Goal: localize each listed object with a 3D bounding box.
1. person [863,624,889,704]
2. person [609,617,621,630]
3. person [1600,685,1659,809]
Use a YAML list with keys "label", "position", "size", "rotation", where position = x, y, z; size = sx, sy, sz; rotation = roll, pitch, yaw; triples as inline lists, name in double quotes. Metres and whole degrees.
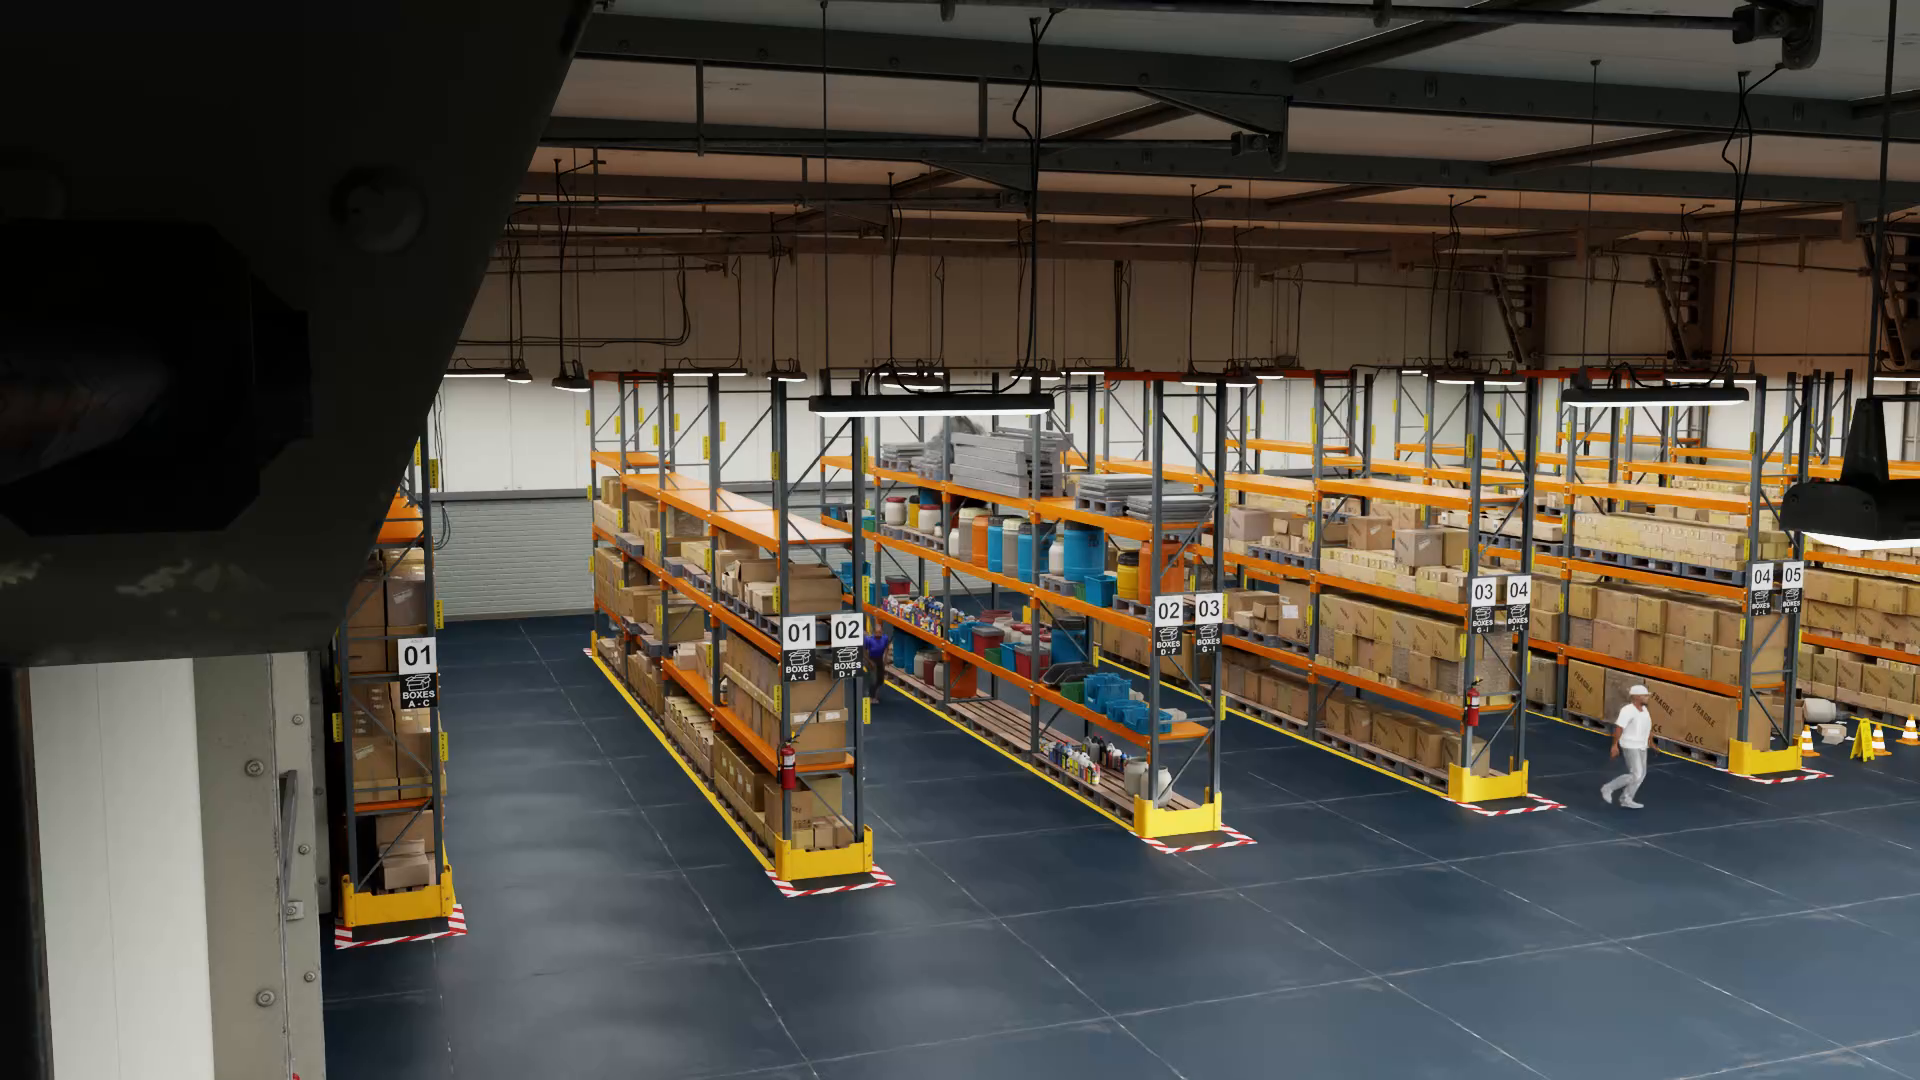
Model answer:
- label: "person"
  position: [-1.551, 2.217, 30.215]
  size: [0.604, 1.502, 0.846]
  rotation: [-4, 8, -33]
- label: "person"
  position: [-7.819, 1.293, 37.816]
  size: [0.605, 1.747, 0.617]
  rotation: [4, 7, 29]
- label: "person"
  position: [9.338, 2.884, 23.198]
  size: [0.784, 1.726, 0.580]
  rotation: [-6, 9, -44]
